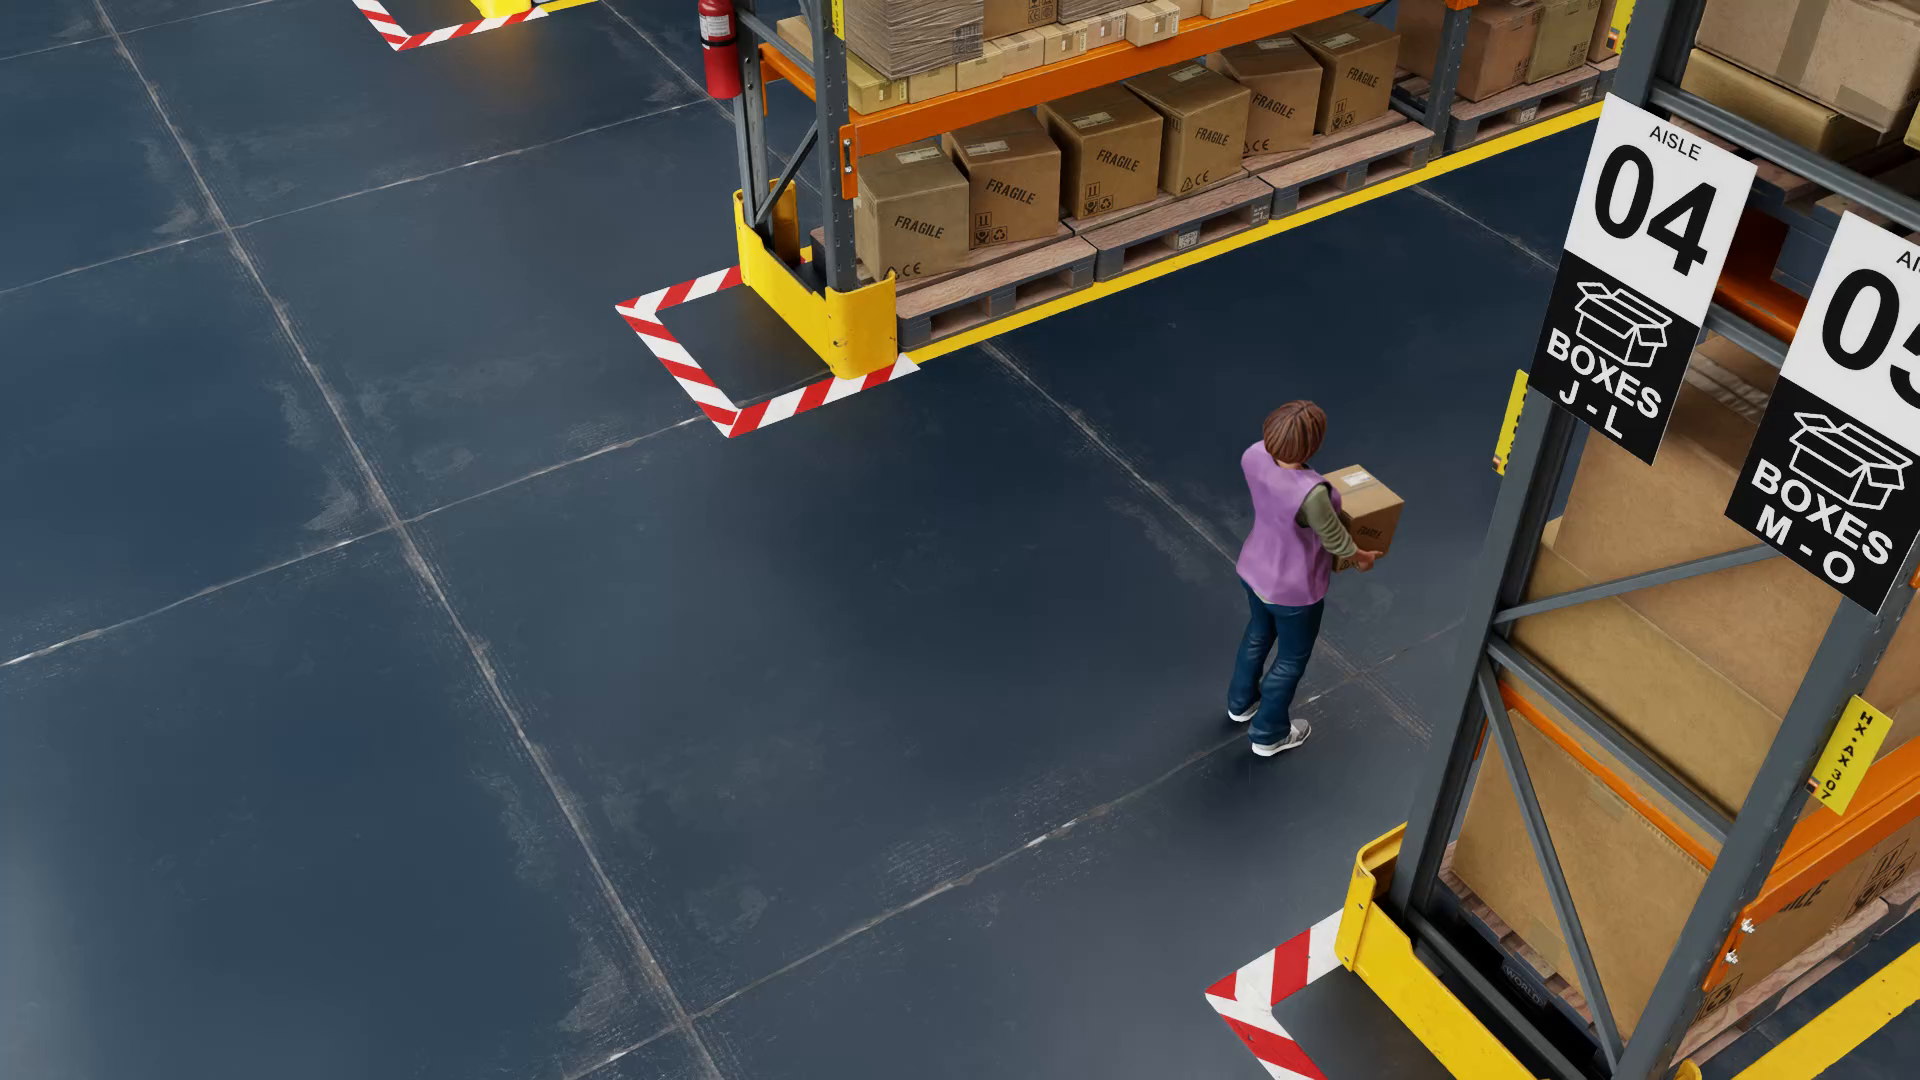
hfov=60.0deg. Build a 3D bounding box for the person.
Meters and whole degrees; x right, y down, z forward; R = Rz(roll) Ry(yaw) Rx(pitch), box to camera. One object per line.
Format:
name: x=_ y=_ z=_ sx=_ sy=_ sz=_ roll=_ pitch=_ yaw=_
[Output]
person: x=1.242 y=0.111 z=6.045 sx=0.497 sy=1.591 sz=0.404 roll=-22 pitch=46 yaw=-23
